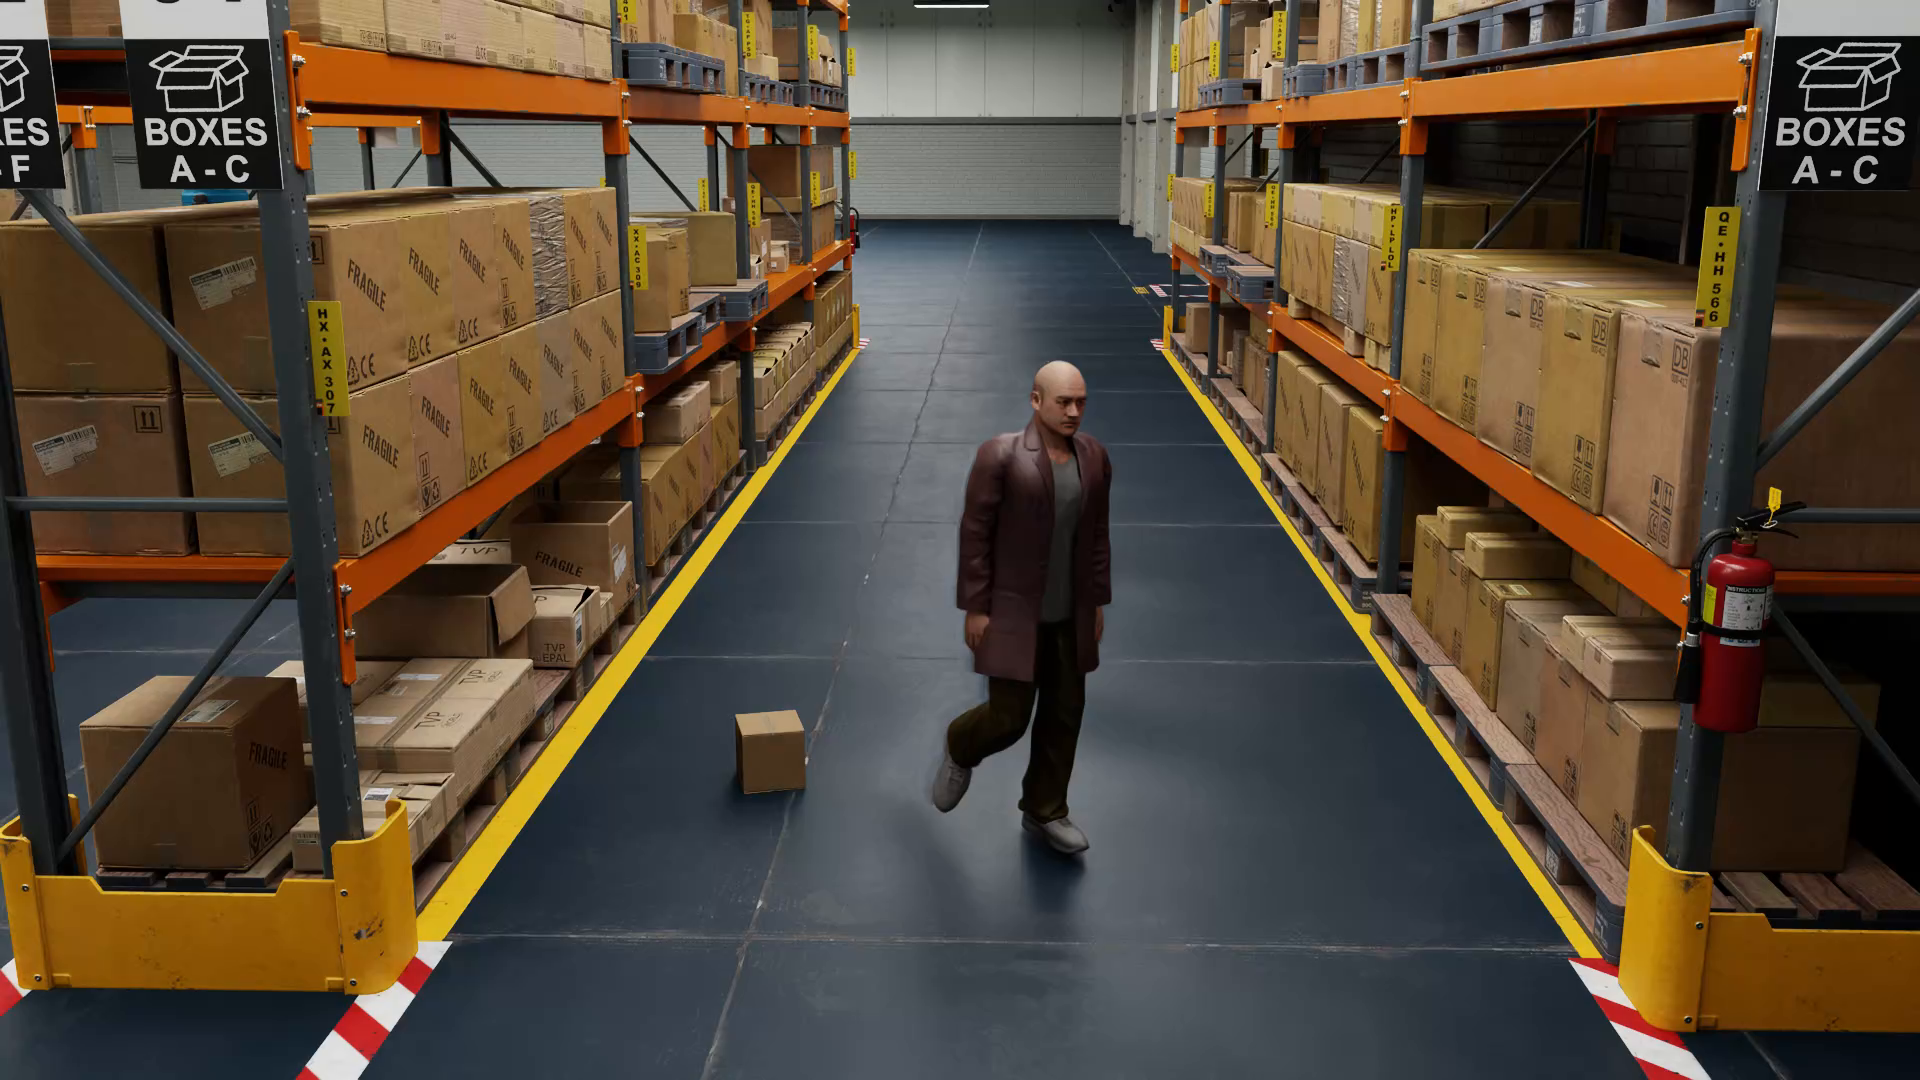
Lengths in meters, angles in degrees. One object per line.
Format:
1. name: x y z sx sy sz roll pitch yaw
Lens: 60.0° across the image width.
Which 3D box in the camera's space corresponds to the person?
1. person: 0.220 0.224 5.974 0.602 1.770 0.636 -8 16 -29
